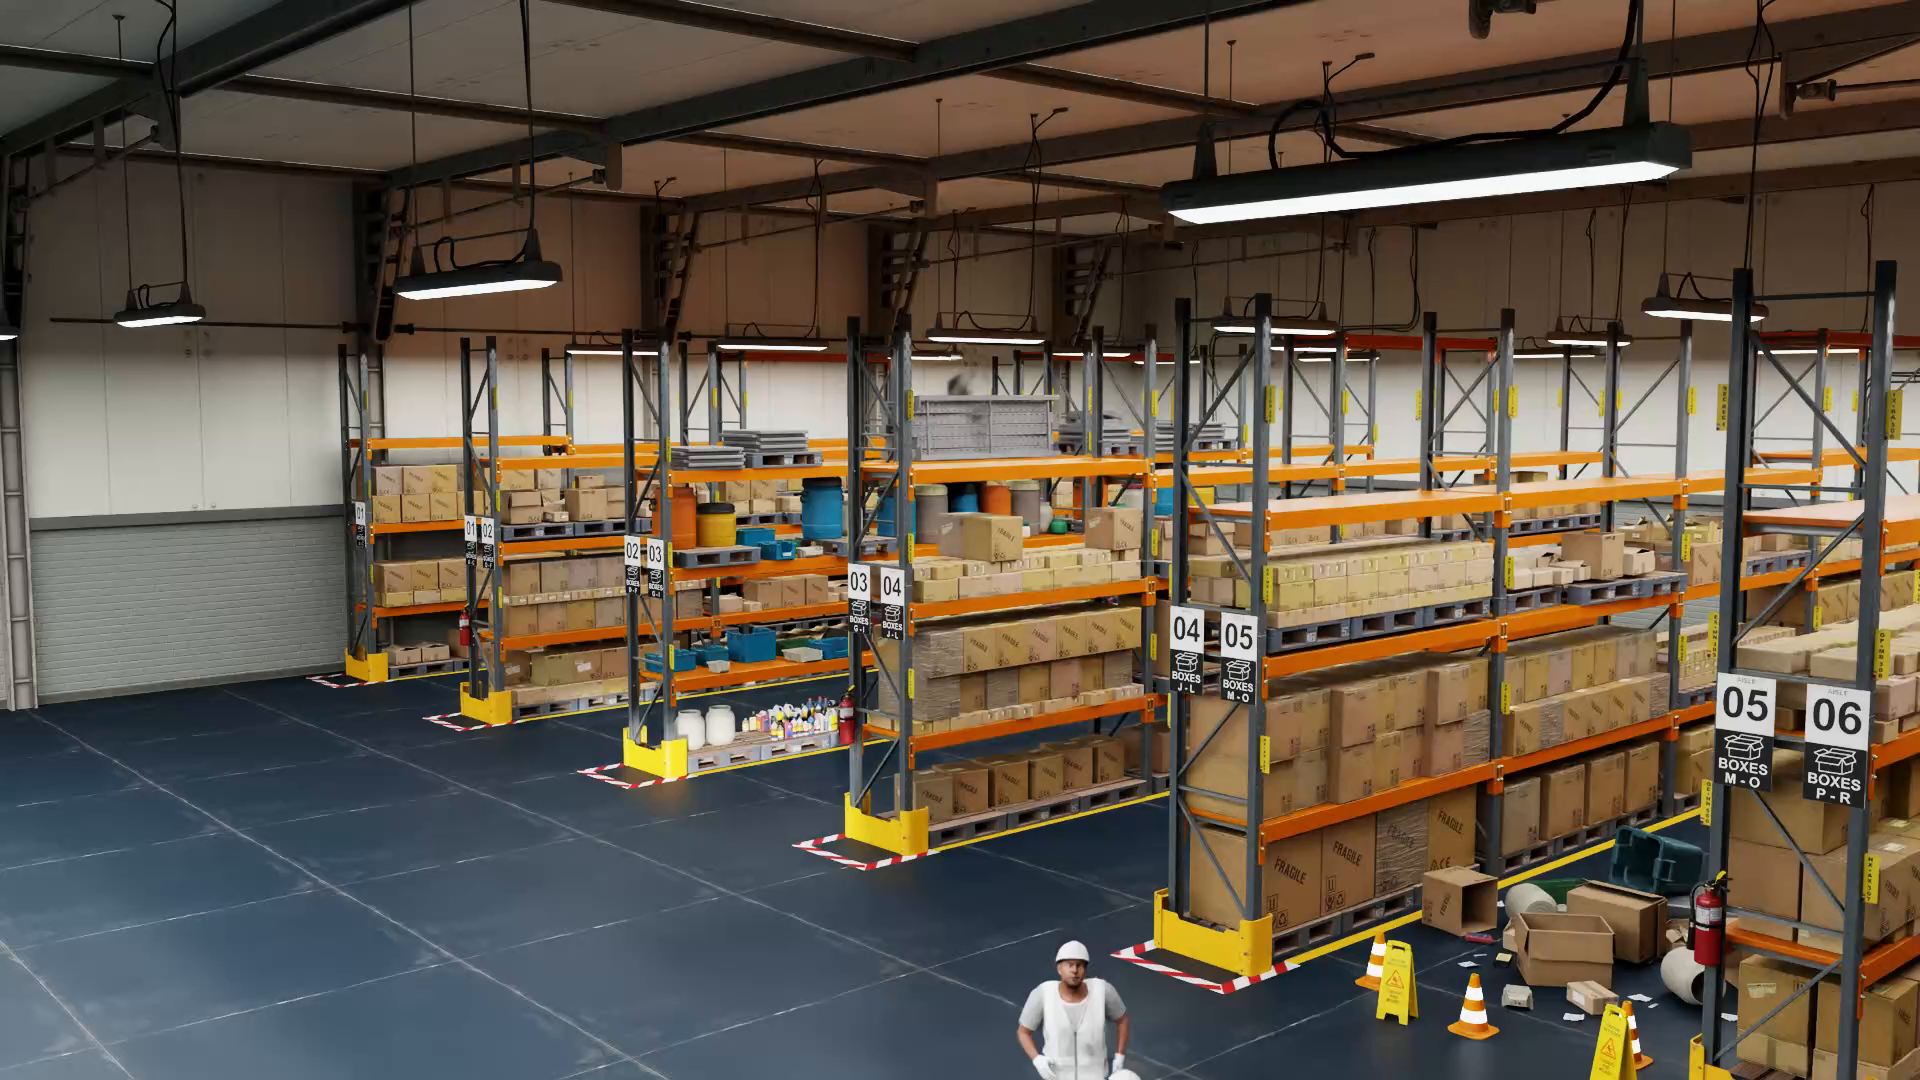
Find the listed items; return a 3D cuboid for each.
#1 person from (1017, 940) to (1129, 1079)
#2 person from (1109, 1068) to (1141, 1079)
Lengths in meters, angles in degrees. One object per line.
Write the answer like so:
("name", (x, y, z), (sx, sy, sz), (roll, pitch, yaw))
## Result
("person", (0.716, 3.371, 10.470), (0.718, 1.739, 0.627), (0, 5, -2))
("person", (0.801, 3.543, 8.333), (0.670, 1.782, 0.714), (0, 5, 0))
